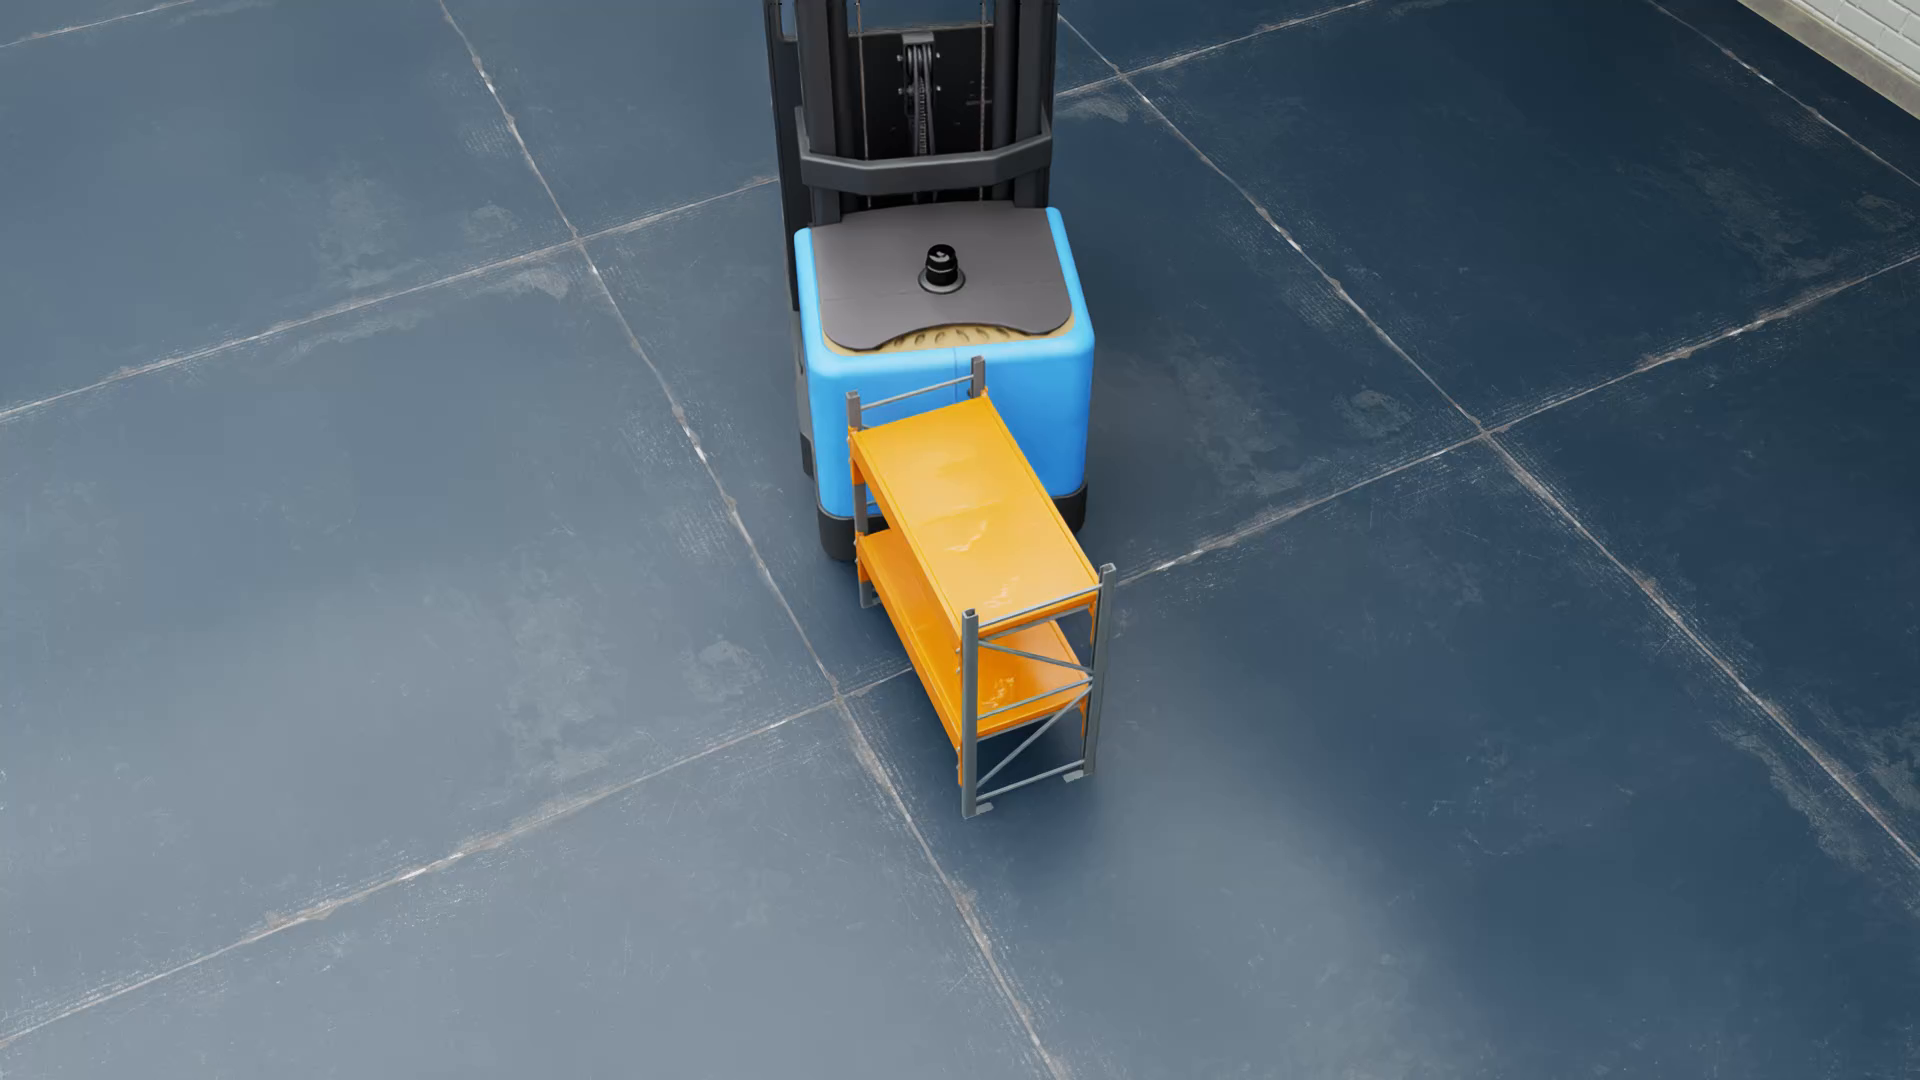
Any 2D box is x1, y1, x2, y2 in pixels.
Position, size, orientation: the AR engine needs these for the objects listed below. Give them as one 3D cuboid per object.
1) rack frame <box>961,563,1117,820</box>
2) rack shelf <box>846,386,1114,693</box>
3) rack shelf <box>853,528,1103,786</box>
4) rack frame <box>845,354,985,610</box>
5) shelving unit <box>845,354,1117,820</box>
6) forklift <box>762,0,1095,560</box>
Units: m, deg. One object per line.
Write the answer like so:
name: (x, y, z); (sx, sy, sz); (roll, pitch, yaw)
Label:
rack frame: (0.241, 0.522, 5.439); (0.500, 1.125, 0.032); (-17, 51, -15)
rack shelf: (0.046, -0.024, 5.528); (0.538, 0.278, 1.000); (-17, 51, -15)
rack shelf: (0.046, 0.329, 5.932); (0.538, 0.278, 1.000); (-17, 51, -15)
rack frame: (-0.149, -0.185, 6.057); (0.500, 1.125, 0.032); (-17, 51, -15)
shelving unit: (0.046, 0.168, 5.748); (0.538, 1.125, 1.048); (-17, 51, -15)
forklift: (-0.215, -2.011, 6.454); (1.130, 2.935, 3.031); (-6, 49, -5)
